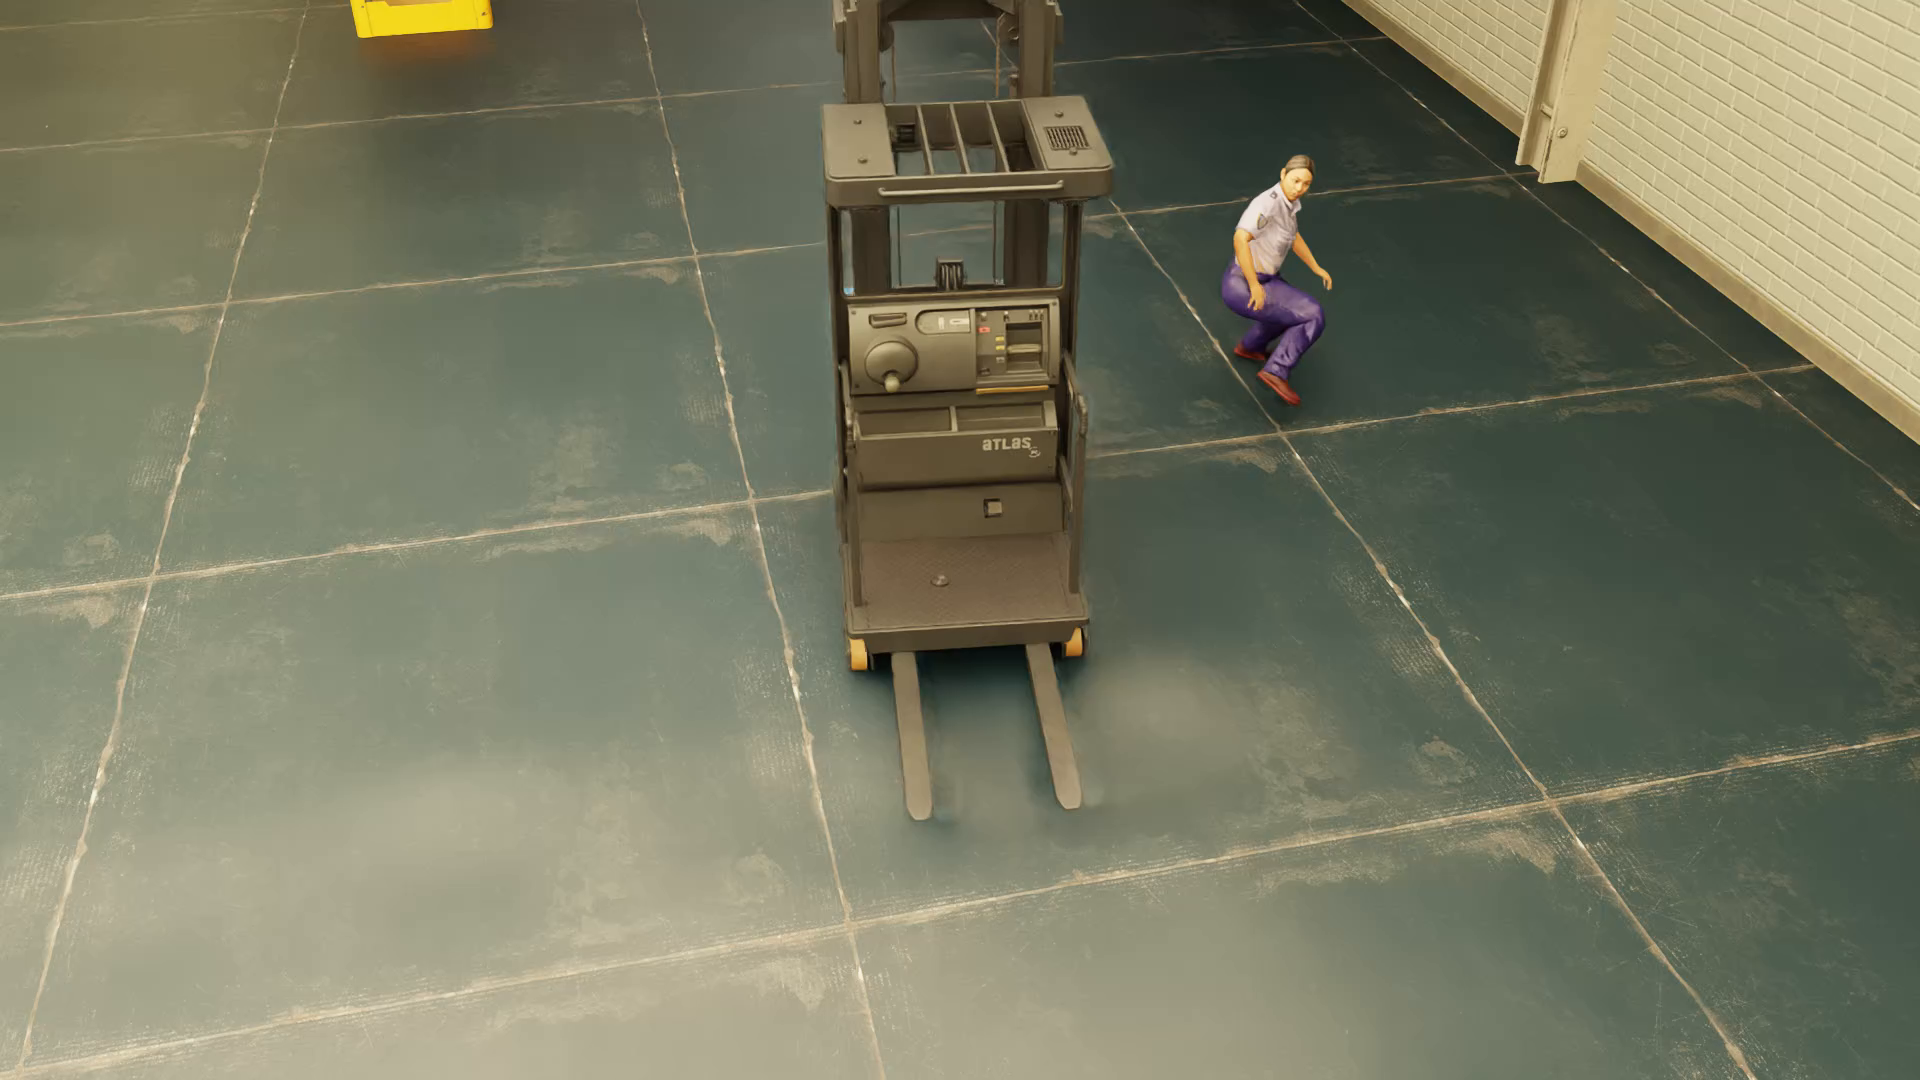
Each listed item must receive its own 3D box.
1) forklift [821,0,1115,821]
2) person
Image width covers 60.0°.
[{"bbox_3d":[0.001,-0.792,7.152,1.130,2.935,3.031,-3,36,-5],"label":"forklift"},{"bbox_3d":[1.808,-1.482,9.459,0.632,1.432,0.771,7,36,10],"label":"person"}]
